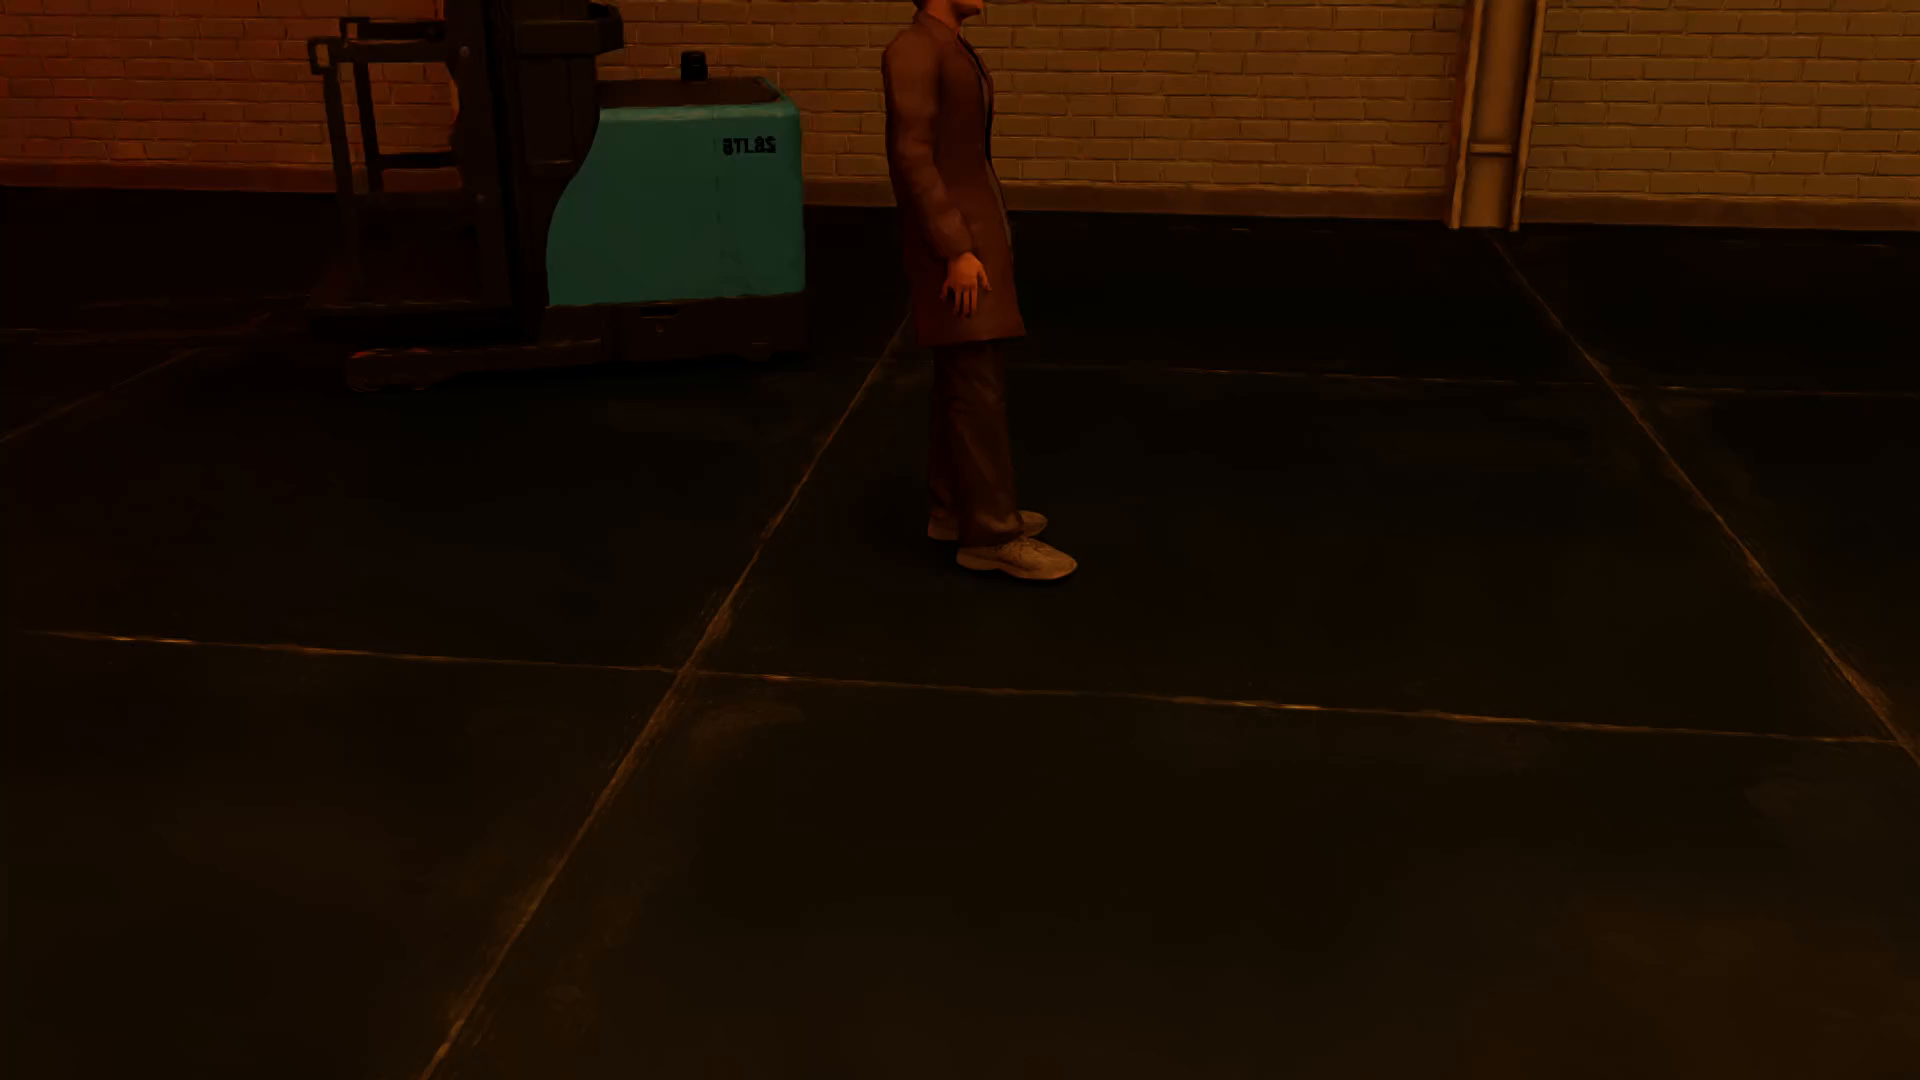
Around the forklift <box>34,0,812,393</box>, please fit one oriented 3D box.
[{"bbox_3d":[-2.202,-2.160,6.618,3.031,2.935,1.130,-5,22,-12],"label":"forklift"}]

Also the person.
[{"bbox_3d":[0.090,-0.825,4.827,0.580,1.776,0.694,3,22,7],"label":"person"}]
